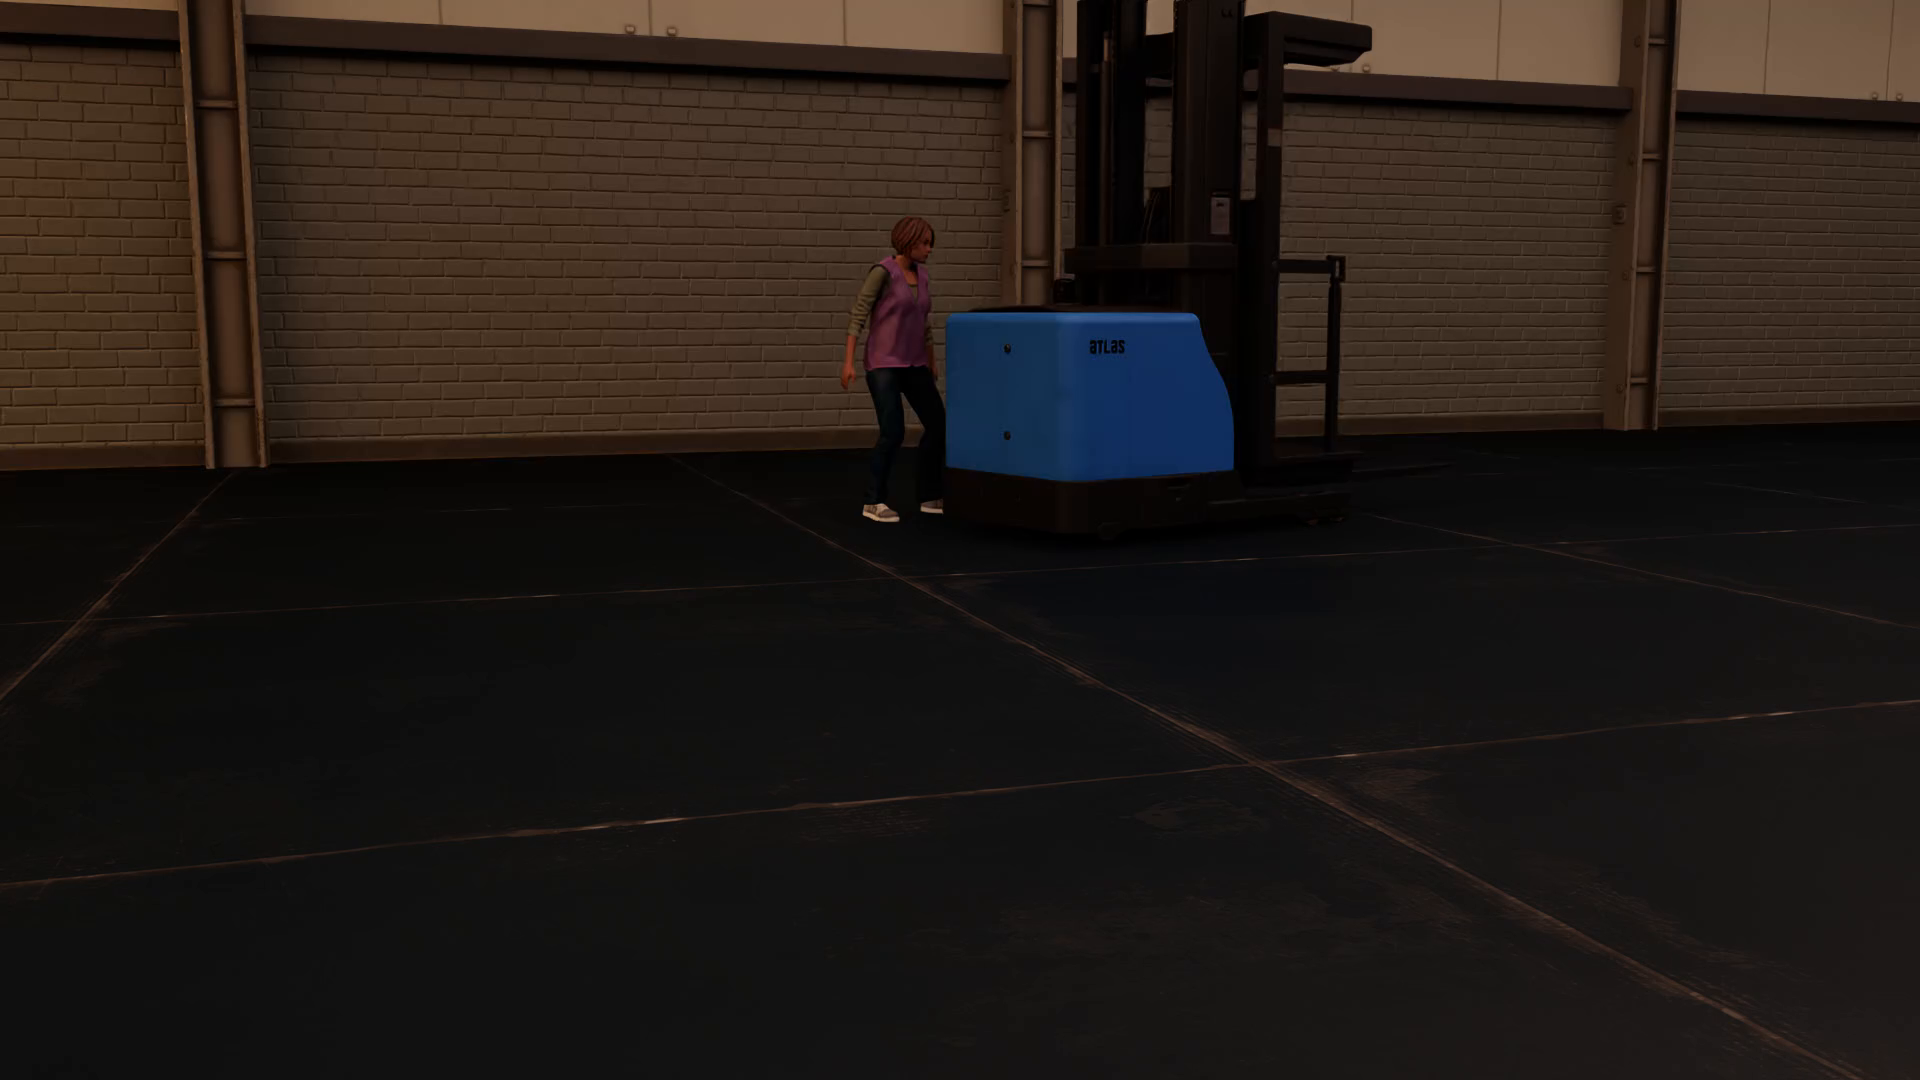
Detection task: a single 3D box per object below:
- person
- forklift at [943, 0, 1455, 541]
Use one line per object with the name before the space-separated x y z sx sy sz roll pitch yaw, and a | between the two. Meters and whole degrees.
person | -0.294 -0.883 8.658 0.381 1.570 0.728 7 11 43
forklift | 1.401 -1.578 8.654 3.031 2.935 1.130 -6 10 -36
